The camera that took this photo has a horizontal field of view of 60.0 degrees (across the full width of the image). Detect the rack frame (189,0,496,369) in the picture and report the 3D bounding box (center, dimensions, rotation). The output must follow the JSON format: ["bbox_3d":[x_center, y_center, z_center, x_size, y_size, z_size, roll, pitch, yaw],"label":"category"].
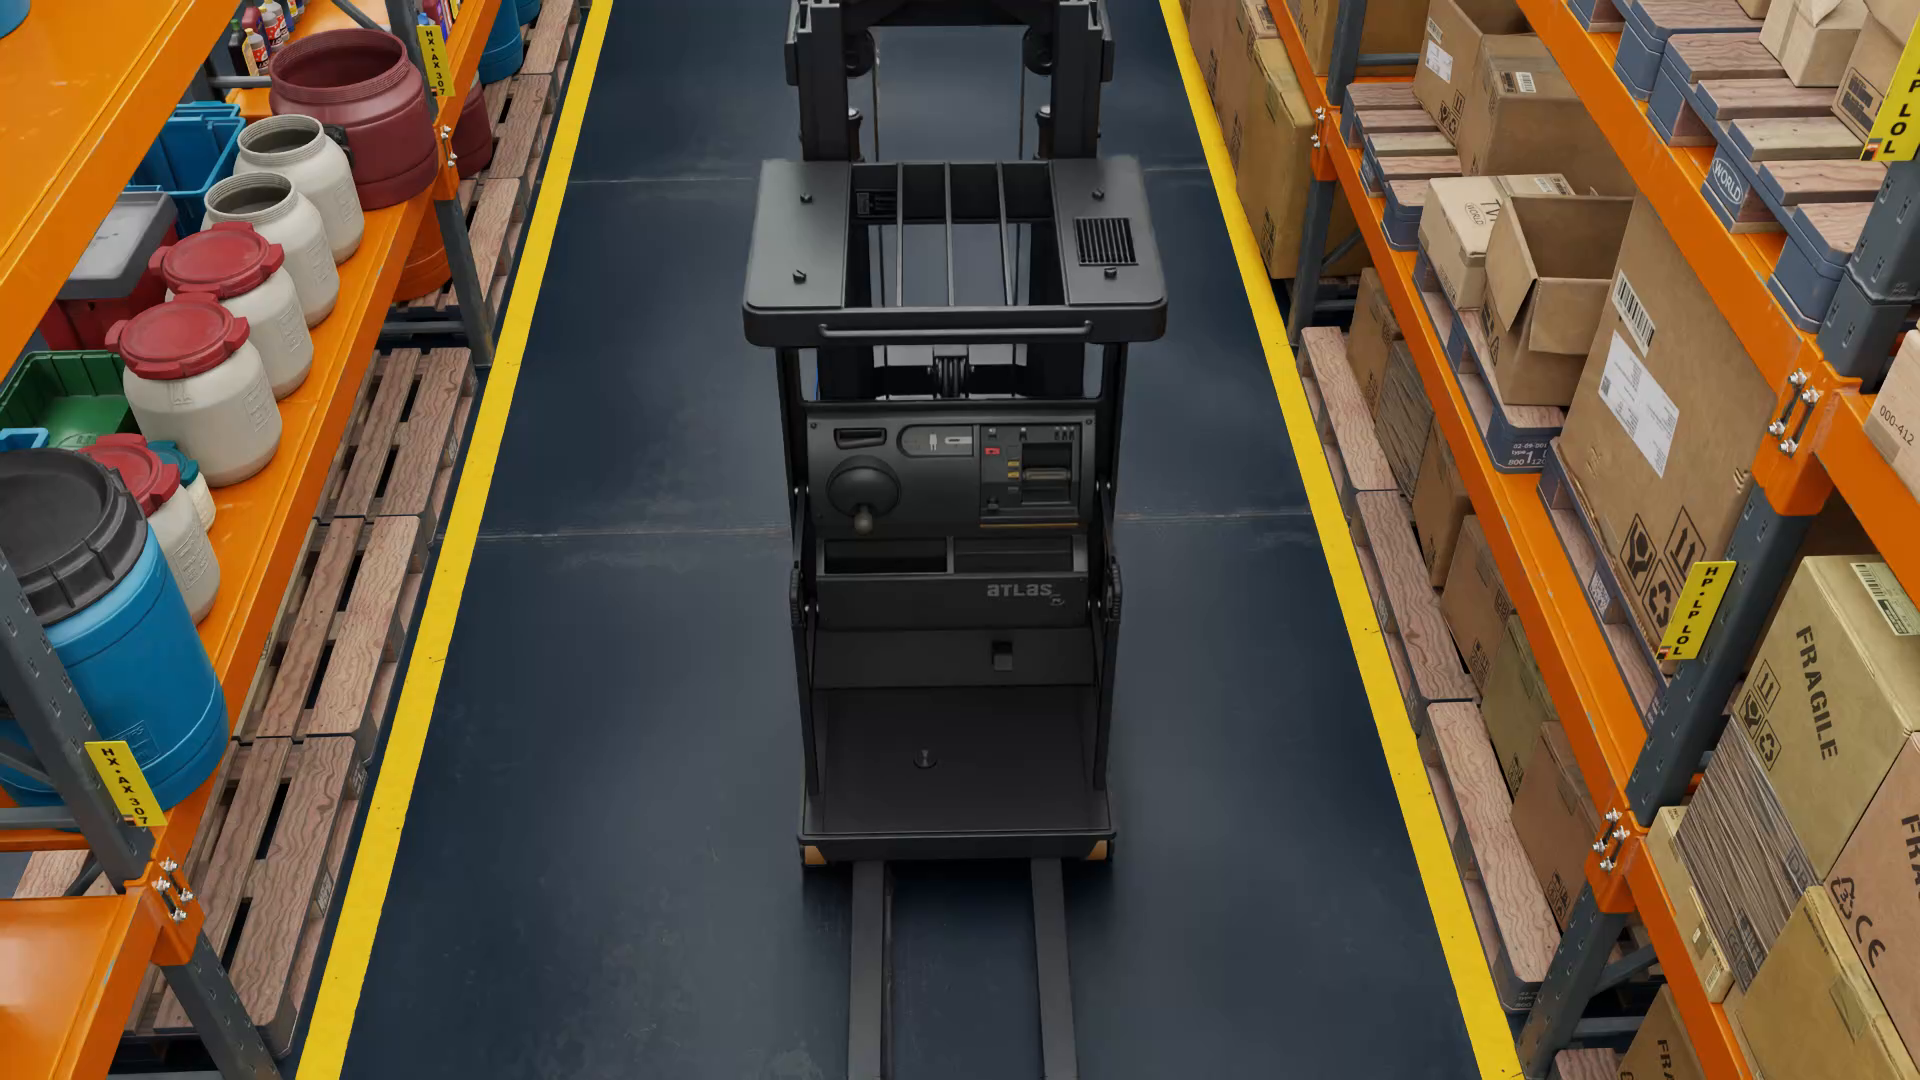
[{"bbox_3d":[-2.803,-1.978,7.188,1.000,3.000,0.127,-2,43,-2],"label":"rack frame"}]

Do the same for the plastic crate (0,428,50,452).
[{"bbox_3d":[-2.990,-0.007,5.050,0.392,0.384,0.575,-2,43,-2],"label":"plastic crate"}]

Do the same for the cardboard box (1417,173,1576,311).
[{"bbox_3d":[1.987,-1.081,6.010,0.500,0.250,0.500,-3,43,-3],"label":"cardboard box"}]

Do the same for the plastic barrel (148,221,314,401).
[{"bbox_3d":[-2.504,-0.767,5.766,0.433,0.535,0.433,0,43,0],"label":"plastic barrel"}]

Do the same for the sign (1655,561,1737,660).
[{"bbox_3d":[1.761,0.172,3.986,0.100,0.325,0.005,-2,43,-2],"label":"sign"}]

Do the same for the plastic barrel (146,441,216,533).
[{"bbox_3d":[-2.536,-0.124,5.268,0.301,0.262,0.301,0,43,0],"label":"plastic barrel"}]

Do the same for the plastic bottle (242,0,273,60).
[{"bbox_3d":[-3.256,-2.351,7.682,0.061,0.283,0.133,-2,43,-2],"label":"plastic bottle"}]

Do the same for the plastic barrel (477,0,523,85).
[{"bbox_3d":[-2.936,-3.214,9.778,0.600,0.901,0.708,-2,43,-2],"label":"plastic barrel"}]

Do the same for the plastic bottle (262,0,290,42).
[{"bbox_3d":[-3.247,-2.465,7.867,0.097,0.201,0.097,0,43,0],"label":"plastic bottle"}]

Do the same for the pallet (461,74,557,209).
[{"bbox_3d":[-2.927,-2.302,9.606,1.003,0.211,1.213,-2,43,-2],"label":"pallet"}]

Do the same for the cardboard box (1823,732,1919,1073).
[{"bbox_3d":[2.104,0.714,3.217,0.500,0.500,0.500,-2,43,-2],"label":"cardboard box"}]

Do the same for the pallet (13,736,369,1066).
[{"bbox_3d":[-2.705,1.222,5.761,1.003,0.211,1.213,-2,43,-2],"label":"pallet"}]

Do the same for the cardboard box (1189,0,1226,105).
[{"bbox_3d":[2.062,-3.157,9.736,1.225,0.875,0.875,-3,43,-3],"label":"cardboard box"}]

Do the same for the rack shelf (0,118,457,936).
[{"bbox_3d":[-2.718,-0.362,5.958,1.077,0.370,4.000,-2,43,-2],"label":"rack shelf"}]

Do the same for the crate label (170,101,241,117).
[{"bbox_3d":[-3.159,-1.621,6.922,0.303,0.233,0.416,-2,43,-2],"label":"crate label"}]

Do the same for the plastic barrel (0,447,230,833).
[{"bbox_3d":[-2.347,0.268,4.366,0.600,0.901,0.708,-2,43,-2],"label":"plastic barrel"}]

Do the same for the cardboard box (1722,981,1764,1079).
[{"bbox_3d":[2.060,1.164,3.946,0.380,0.149,0.250,-2,43,-2],"label":"cardboard box"}]

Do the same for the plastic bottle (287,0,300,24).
[{"bbox_3d":[-3.255,-2.597,8.010,0.097,0.201,0.097,0,43,0],"label":"plastic bottle"}]

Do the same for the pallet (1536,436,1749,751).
[{"bbox_3d":[2.429,0.131,5.029,1.003,0.211,1.213,-2,43,-2],"label":"pallet"}]

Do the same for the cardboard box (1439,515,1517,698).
[{"bbox_3d":[2.285,0.224,6.310,0.700,0.500,0.500,-5,43,-5],"label":"cardboard box"}]

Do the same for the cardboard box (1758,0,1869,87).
[{"bbox_3d":[2.176,-1.262,3.976,0.396,0.266,0.258,0,43,0],"label":"cardboard box"}]

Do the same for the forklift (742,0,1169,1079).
[{"bbox_3d":[-0.020,-0.135,5.229,1.130,2.935,3.031,-1,43,-1],"label":"forklift"}]

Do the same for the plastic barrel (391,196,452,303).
[{"bbox_3d":[-2.841,-1.662,8.139,0.600,0.830,0.708,-2,43,-2],"label":"plastic barrel"}]

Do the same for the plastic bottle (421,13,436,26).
[{"bbox_3d":[-2.480,-2.351,7.742,0.097,0.201,0.097,0,43,0],"label":"plastic bottle"}]

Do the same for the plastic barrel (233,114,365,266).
[{"bbox_3d":[-2.546,-1.331,6.399,0.421,0.512,0.421,0,43,0],"label":"plastic barrel"}]

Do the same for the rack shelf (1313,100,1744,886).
[{"bbox_3d":[2.231,-0.504,6.113,1.077,0.370,4.000,-2,43,-2],"label":"rack shelf"}]

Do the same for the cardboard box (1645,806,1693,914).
[{"bbox_3d":[2.024,0.827,4.314,0.380,0.149,0.250,-2,43,-2],"label":"cardboard box"}]

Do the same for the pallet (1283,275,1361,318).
[{"bbox_3d":[2.188,-1.626,8.868,1.003,0.211,1.213,-2,43,-2],"label":"pallet"}]

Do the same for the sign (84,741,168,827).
[{"bbox_3d":[-2.083,0.612,4.157,0.100,0.325,0.005,-2,43,-2],"label":"sign"}]

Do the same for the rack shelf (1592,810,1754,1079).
[{"bbox_3d":[2.401,2.196,3.167,1.077,0.370,4.000,-2,43,-2],"label":"rack shelf"}]

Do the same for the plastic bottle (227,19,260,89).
[{"bbox_3d":[-3.246,-2.196,7.512,0.061,0.283,0.133,-2,43,-2],"label":"plastic bottle"}]

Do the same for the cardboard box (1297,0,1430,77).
[{"bbox_3d":[1.877,-2.483,7.665,0.500,0.500,0.500,0,43,0],"label":"cardboard box"}]

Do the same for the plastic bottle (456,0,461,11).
[{"bbox_3d":[-2.501,-2.687,8.109,0.097,0.201,0.097,0,43,0],"label":"plastic bottle"}]

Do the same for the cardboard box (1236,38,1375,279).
[{"bbox_3d":[2.137,-1.958,8.428,1.225,0.875,0.875,-3,43,-4],"label":"cardboard box"}]

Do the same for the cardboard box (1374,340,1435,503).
[{"bbox_3d":[2.231,-0.535,7.138,0.700,0.500,0.500,-5,43,-5],"label":"cardboard box"}]

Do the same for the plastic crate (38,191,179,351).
[{"bbox_3d":[-3.040,-0.902,5.966,0.402,0.464,0.583,-2,43,-2],"label":"plastic crate"}]

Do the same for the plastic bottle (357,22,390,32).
[{"bbox_3d":[-2.650,-2.229,7.554,0.152,0.276,0.135,-2,43,-2],"label":"plastic bottle"}]

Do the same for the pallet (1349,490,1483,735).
[{"bbox_3d":[2.226,0.257,6.813,1.003,0.211,1.213,-2,43,-2],"label":"pallet"}]

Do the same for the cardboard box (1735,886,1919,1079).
[{"bbox_3d":[2.259,1.078,3.560,0.875,0.500,0.500,-2,43,-2],"label":"cardboard box"}]

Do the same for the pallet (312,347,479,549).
[{"bbox_3d":[-2.809,-0.426,7.558,1.003,0.211,1.213,-2,43,-2],"label":"pallet"}]

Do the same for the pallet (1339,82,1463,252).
[{"bbox_3d":[2.282,-1.571,6.886,1.213,0.211,1.003,-2,43,-2],"label":"pallet"}]

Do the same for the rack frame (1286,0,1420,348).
[{"bbox_3d":[2.146,-2.120,7.343,1.000,3.000,0.127,-2,43,-2],"label":"rack frame"}]

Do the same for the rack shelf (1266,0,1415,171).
[{"bbox_3d":[2.061,-3.205,9.059,1.077,0.370,4.000,-2,43,-2],"label":"rack shelf"}]

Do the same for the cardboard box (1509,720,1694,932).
[{"bbox_3d":[2.311,0.925,5.546,0.700,0.500,0.500,-5,43,-5],"label":"cardboard box"}]

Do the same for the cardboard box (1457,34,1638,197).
[{"bbox_3d":[2.332,-1.574,6.363,0.700,0.500,0.500,4,43,5],"label":"cardboard box"}]

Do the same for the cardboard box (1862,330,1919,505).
[{"bbox_3d":[2.079,-0.159,3.094,0.500,0.250,0.500,-3,43,-3],"label":"cardboard box"}]

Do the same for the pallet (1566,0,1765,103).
[{"bbox_3d":[2.349,-1.576,4.668,1.213,0.211,1.003,-2,43,-2],"label":"pallet"}]

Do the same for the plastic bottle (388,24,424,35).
[{"bbox_3d":[-2.498,-2.233,7.558,0.152,0.276,0.135,-2,43,-2],"label":"plastic bottle"}]

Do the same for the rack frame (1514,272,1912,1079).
[{"bbox_3d":[2.316,0.580,4.397,1.000,3.000,0.127,-2,43,-2],"label":"rack frame"}]

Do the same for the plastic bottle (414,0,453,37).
[{"bbox_3d":[-2.518,-2.546,7.899,0.152,0.276,0.135,-2,43,-2],"label":"plastic bottle"}]

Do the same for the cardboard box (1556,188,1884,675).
[{"bbox_3d":[2.422,-0.336,4.642,1.000,1.000,1.000,-1,43,-2],"label":"cardboard box"}]
